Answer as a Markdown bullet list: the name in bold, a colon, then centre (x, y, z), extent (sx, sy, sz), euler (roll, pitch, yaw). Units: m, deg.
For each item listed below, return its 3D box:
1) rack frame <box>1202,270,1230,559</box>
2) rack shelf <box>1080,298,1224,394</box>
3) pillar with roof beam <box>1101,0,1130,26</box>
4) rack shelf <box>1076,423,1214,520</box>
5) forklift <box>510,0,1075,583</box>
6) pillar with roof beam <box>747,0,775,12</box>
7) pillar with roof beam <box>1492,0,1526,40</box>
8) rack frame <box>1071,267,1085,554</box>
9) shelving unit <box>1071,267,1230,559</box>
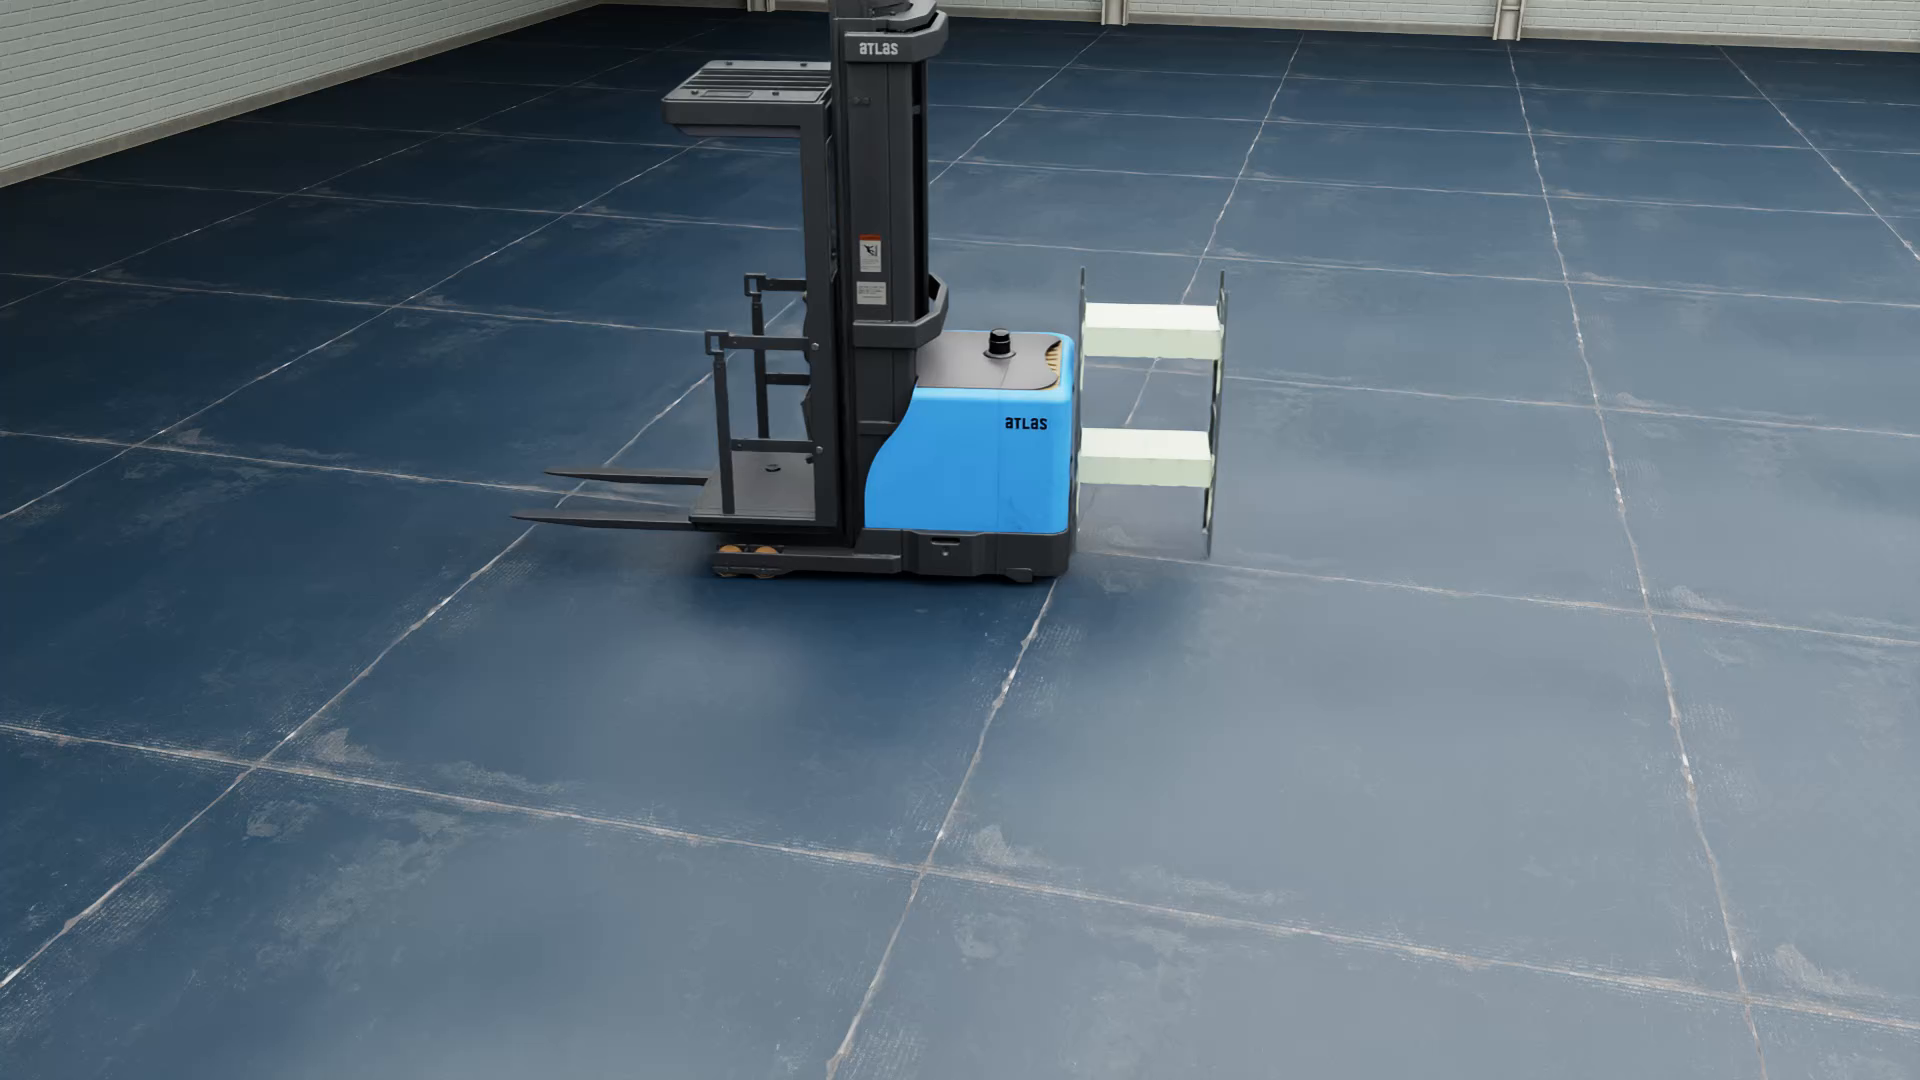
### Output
- **rack frame**: centre (1.365, -0.659, 8.889), extent (0.023, 1.500, 0.400), euler (2, 26, 4)
- **rack shelf**: centre (1.000, -1.024, 8.748), extent (0.720, 0.370, 0.431), euler (2, 26, 4)
- **pillar with roof beam**: centre (1.405, -10.529, 20.896), extent (0.400, 9.000, 9.100), euler (6, 26, 13)
- **rack shelf**: centre (1.000, -0.377, 9.055), extent (0.720, 0.370, 0.431), euler (2, 26, 4)
- **forklift**: centre (-0.905, -1.342, 8.658), extent (3.031, 2.935, 1.130), euler (2, 26, 4)
- **pillar with roof beam**: centre (-4.406, -11.171, 22.246), extent (0.400, 9.000, 9.100), euler (6, 26, 13)
- **pillar with roof beam**: centre (7.216, -9.886, 19.547), extent (0.400, 9.000, 9.100), euler (6, 26, 13)
- **rack frame**: centre (0.635, -0.684, 8.942), extent (0.023, 1.500, 0.400), euler (2, 26, 4)
- **shelving unit**: centre (1.000, -0.671, 8.915), extent (0.755, 1.500, 0.431), euler (2, 26, 4)
